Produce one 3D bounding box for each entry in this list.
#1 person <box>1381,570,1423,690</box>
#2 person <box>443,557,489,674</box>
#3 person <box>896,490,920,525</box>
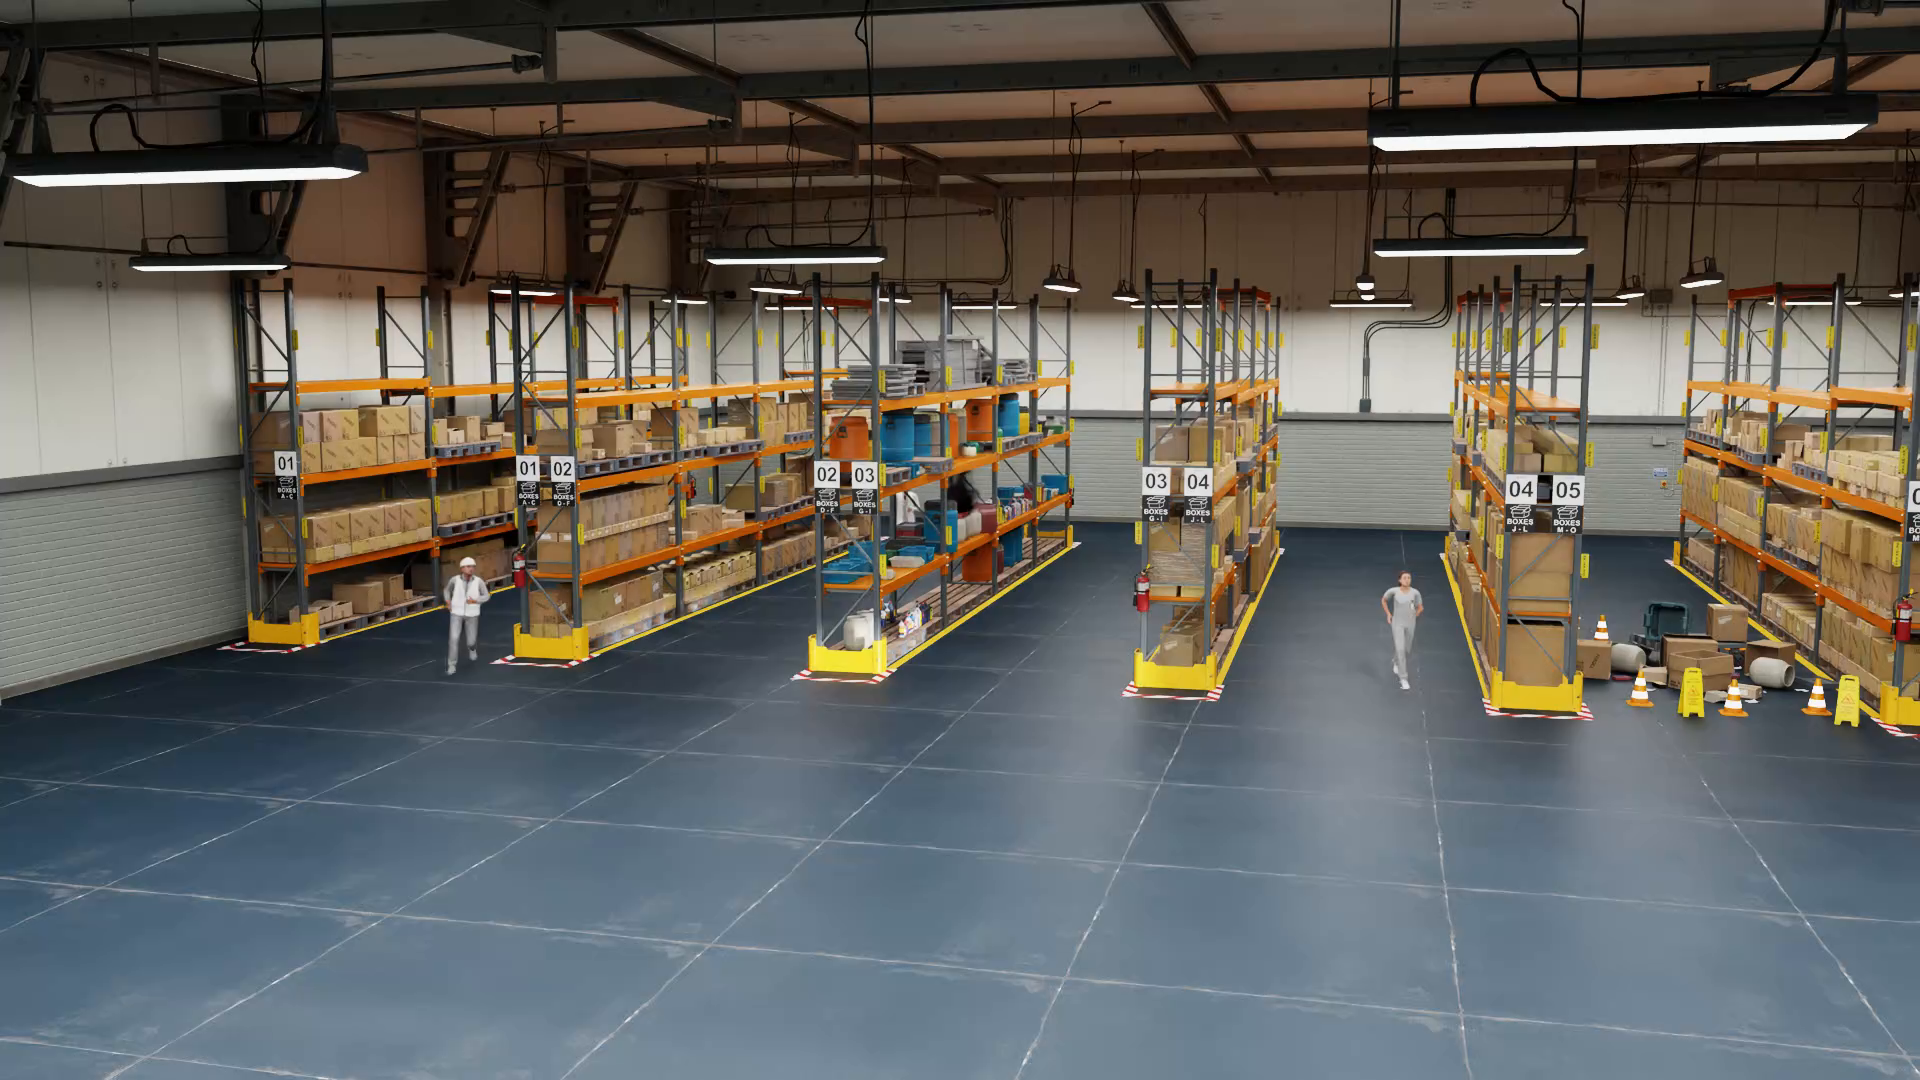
[{"bbox_3d":[6.457,1.258,24.224,0.567,1.658,0.895,0,7,0],"label":"person"},{"bbox_3d":[-7.535,1.127,25.407,0.686,1.736,0.822,-2,7,-15],"label":"person"},{"bbox_3d":[-1.278,-0.494,38.592,0.693,1.739,0.660,0,7,-3],"label":"person"}]
